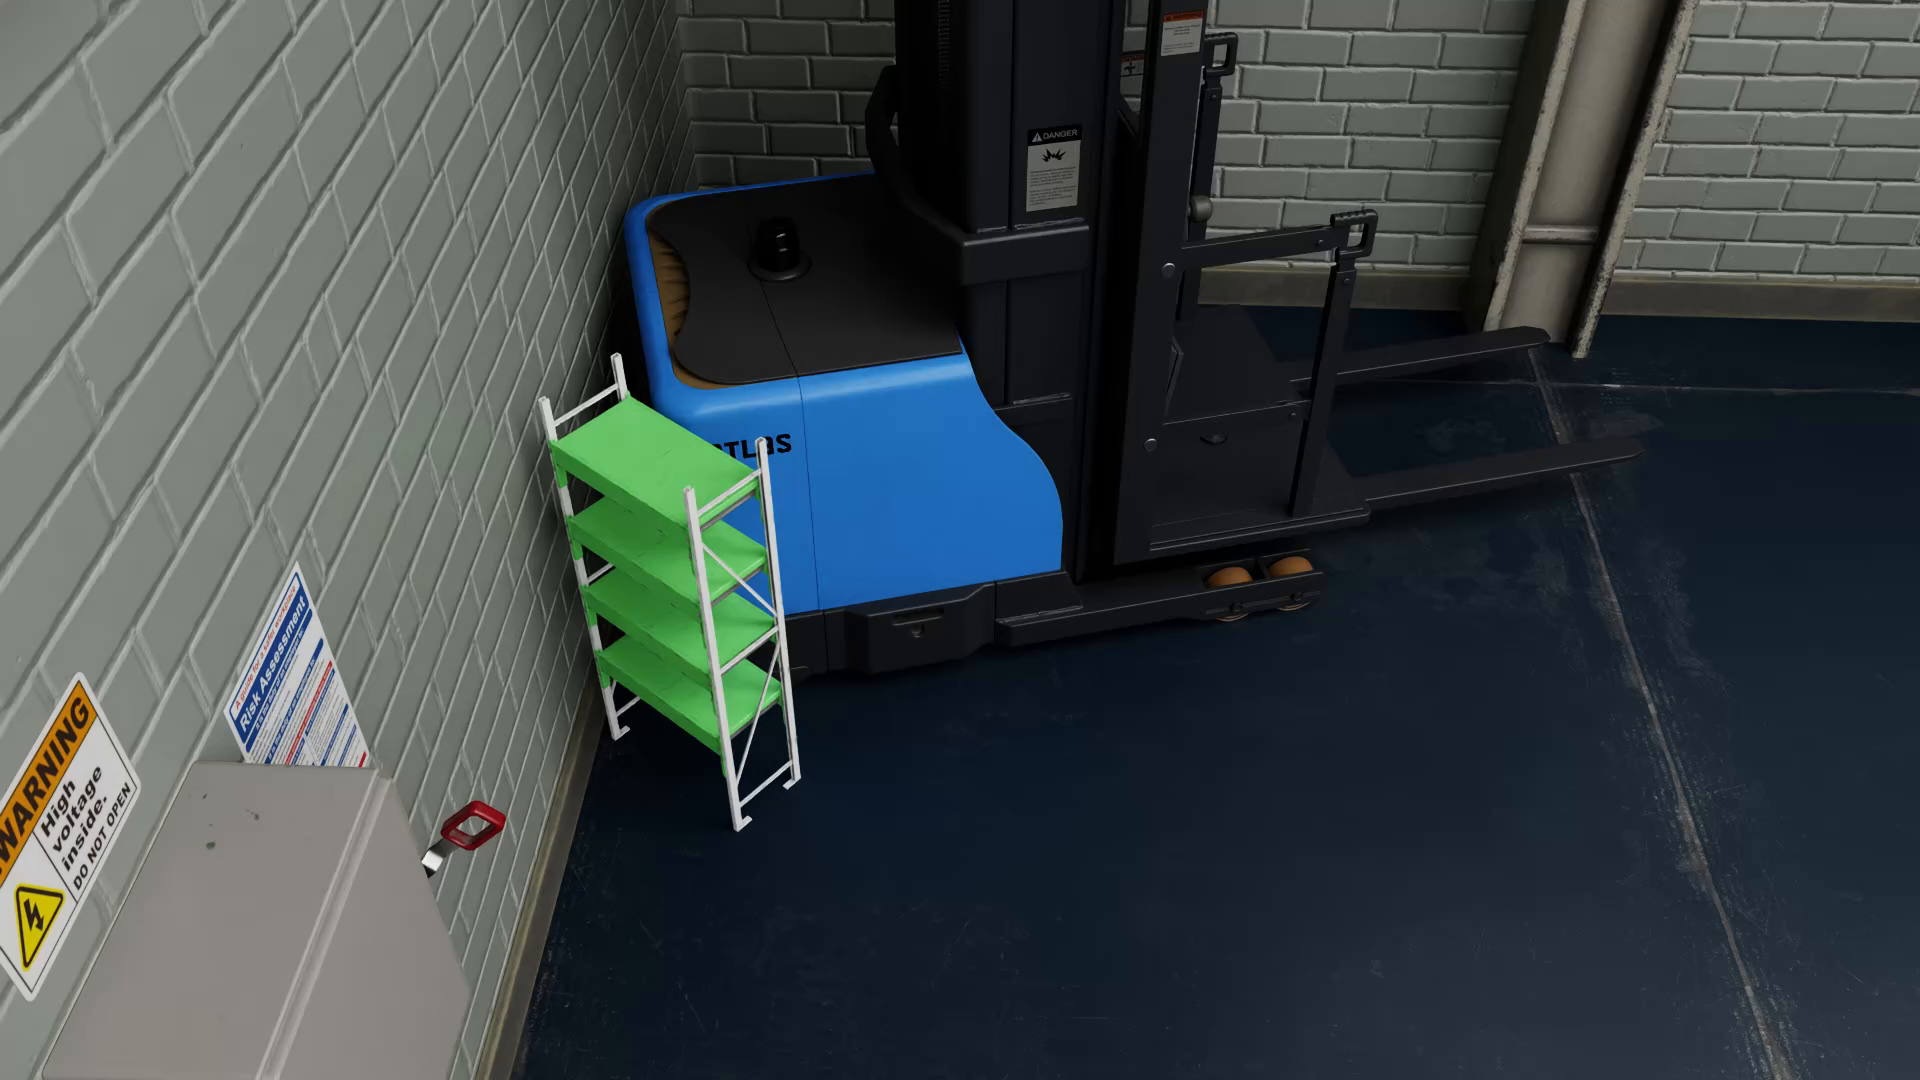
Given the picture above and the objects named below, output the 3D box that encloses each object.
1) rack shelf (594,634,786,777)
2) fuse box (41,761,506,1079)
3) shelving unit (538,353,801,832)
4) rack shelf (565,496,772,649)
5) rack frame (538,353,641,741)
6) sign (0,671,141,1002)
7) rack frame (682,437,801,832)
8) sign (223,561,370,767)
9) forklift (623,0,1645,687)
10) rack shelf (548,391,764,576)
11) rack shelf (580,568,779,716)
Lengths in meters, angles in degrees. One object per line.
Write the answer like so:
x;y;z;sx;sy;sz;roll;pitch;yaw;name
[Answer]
-0.705;0.387;4.401;0.480;0.148;0.258;30;51;28;rack shelf
-0.908;1.105;2.809;0.414;1.711;0.539;2;43;2;fuse box
-0.705;0.164;4.194;0.503;1.200;0.258;30;51;28;shelving unit
-0.705;0.035;4.074;0.480;0.148;0.258;30;51;28;rack shelf
-0.891;0.057;4.309;0.015;1.200;0.240;30;51;28;rack frame
-1.117;0.362;2.055;0.001;0.242;0.339;2;43;2;sign
-0.519;0.272;4.078;0.015;1.200;0.240;30;51;28;rack frame
-1.093;0.325;2.770;0.001;0.494;0.329;2;43;2;sign
0.606;-1.171;4.357;3.031;2.935;1.130;-9;44;-10;forklift
-0.705;-0.140;3.910;0.480;0.148;0.258;30;51;28;rack shelf
-0.705;0.211;4.237;0.480;0.148;0.258;30;51;28;rack shelf
